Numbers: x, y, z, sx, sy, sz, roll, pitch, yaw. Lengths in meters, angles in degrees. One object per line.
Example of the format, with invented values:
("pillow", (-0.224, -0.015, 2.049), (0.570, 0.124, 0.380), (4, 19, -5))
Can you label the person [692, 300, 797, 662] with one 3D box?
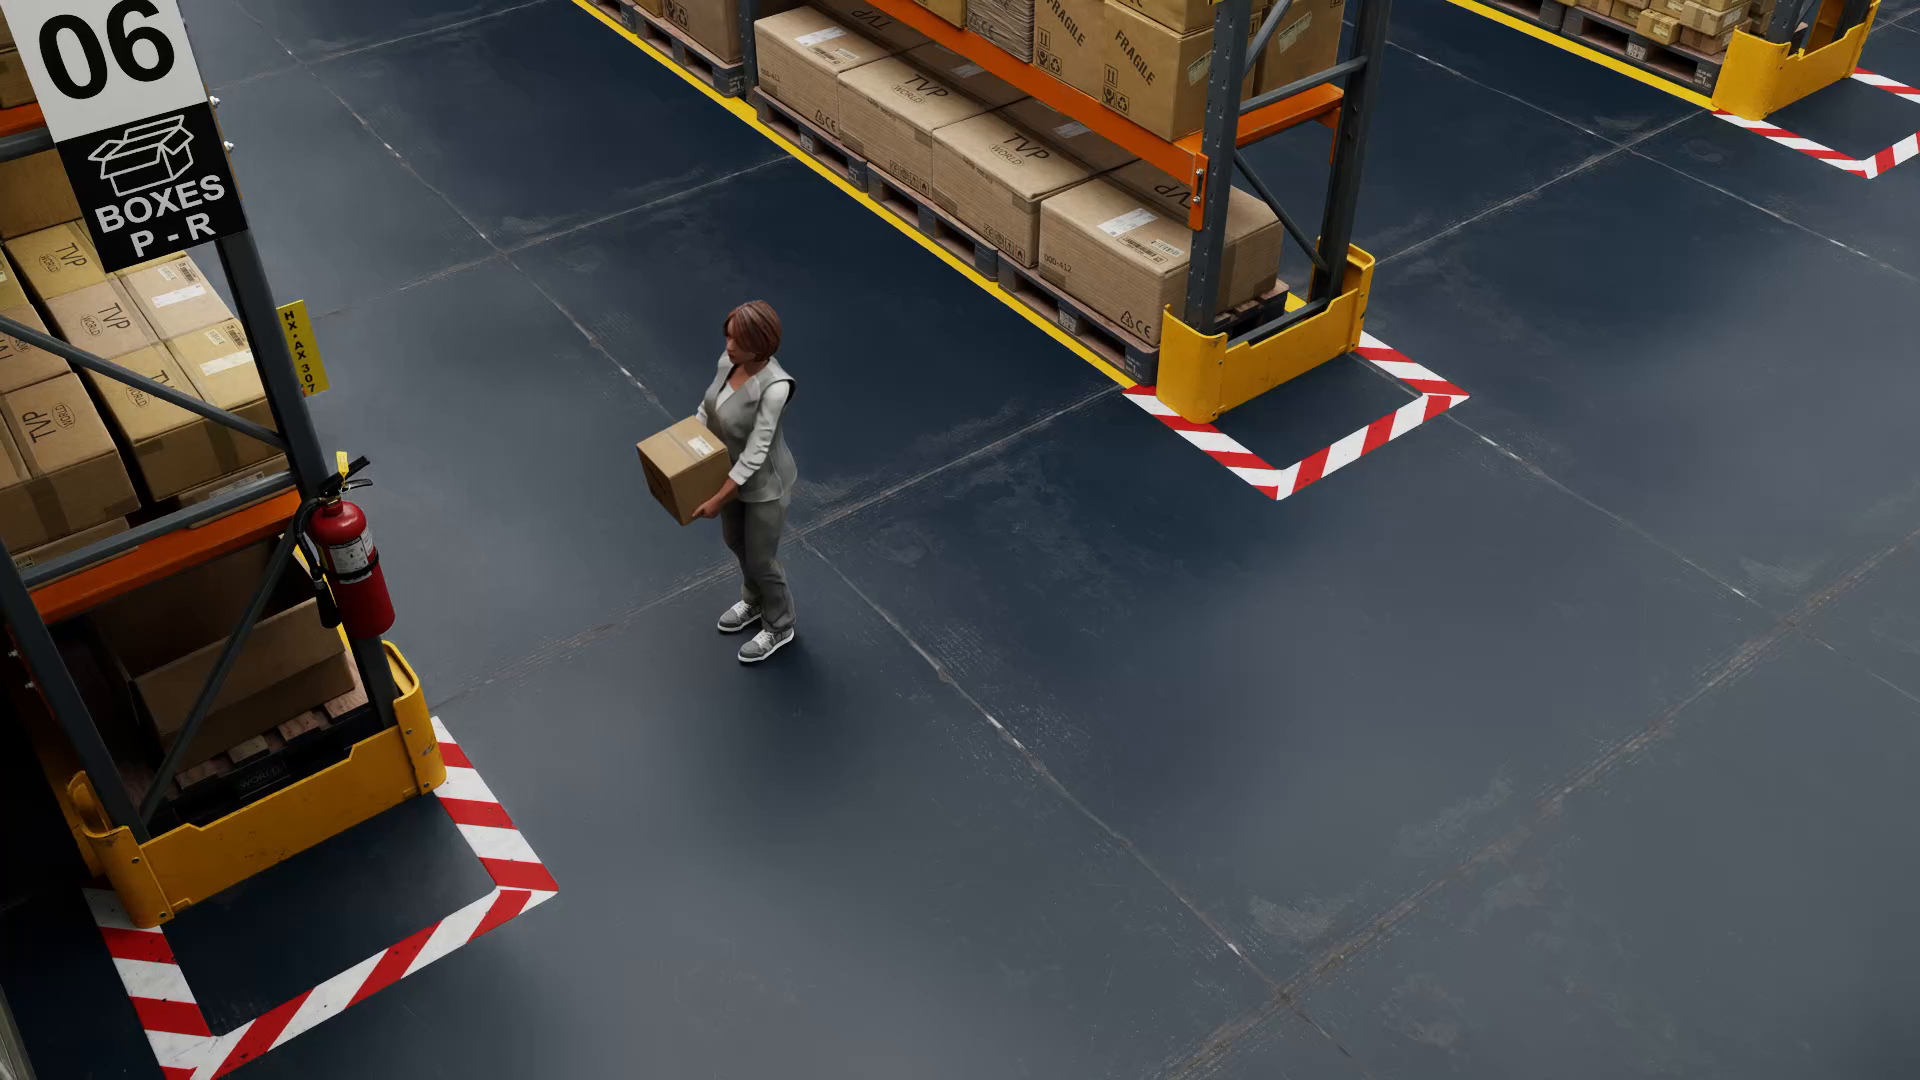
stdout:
("person", (-0.868, -0.194, 6.394), (0.497, 1.590, 0.404), (-26, 47, -27))
